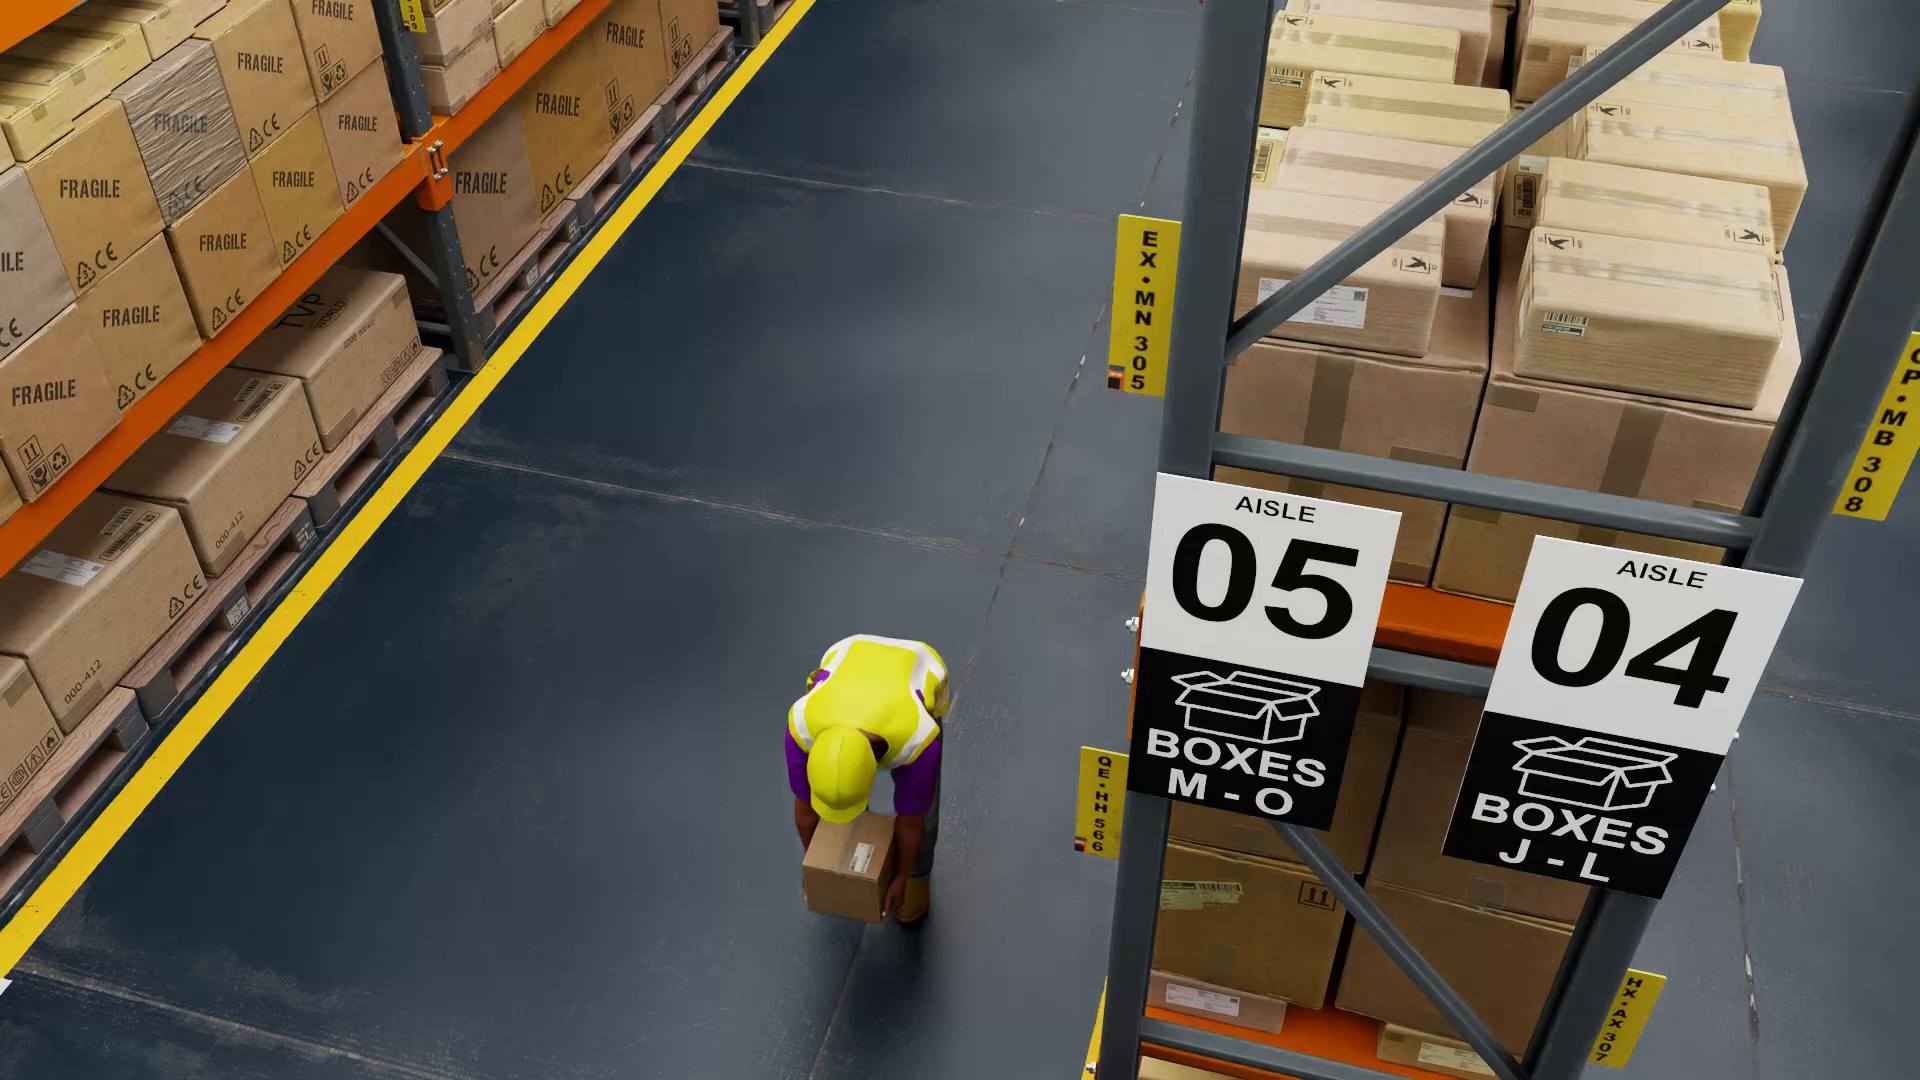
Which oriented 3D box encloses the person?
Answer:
[{"bbox_3d":[-0.287,0.853,5.497,0.492,1.311,0.923,7,41,9],"label":"person"}]
